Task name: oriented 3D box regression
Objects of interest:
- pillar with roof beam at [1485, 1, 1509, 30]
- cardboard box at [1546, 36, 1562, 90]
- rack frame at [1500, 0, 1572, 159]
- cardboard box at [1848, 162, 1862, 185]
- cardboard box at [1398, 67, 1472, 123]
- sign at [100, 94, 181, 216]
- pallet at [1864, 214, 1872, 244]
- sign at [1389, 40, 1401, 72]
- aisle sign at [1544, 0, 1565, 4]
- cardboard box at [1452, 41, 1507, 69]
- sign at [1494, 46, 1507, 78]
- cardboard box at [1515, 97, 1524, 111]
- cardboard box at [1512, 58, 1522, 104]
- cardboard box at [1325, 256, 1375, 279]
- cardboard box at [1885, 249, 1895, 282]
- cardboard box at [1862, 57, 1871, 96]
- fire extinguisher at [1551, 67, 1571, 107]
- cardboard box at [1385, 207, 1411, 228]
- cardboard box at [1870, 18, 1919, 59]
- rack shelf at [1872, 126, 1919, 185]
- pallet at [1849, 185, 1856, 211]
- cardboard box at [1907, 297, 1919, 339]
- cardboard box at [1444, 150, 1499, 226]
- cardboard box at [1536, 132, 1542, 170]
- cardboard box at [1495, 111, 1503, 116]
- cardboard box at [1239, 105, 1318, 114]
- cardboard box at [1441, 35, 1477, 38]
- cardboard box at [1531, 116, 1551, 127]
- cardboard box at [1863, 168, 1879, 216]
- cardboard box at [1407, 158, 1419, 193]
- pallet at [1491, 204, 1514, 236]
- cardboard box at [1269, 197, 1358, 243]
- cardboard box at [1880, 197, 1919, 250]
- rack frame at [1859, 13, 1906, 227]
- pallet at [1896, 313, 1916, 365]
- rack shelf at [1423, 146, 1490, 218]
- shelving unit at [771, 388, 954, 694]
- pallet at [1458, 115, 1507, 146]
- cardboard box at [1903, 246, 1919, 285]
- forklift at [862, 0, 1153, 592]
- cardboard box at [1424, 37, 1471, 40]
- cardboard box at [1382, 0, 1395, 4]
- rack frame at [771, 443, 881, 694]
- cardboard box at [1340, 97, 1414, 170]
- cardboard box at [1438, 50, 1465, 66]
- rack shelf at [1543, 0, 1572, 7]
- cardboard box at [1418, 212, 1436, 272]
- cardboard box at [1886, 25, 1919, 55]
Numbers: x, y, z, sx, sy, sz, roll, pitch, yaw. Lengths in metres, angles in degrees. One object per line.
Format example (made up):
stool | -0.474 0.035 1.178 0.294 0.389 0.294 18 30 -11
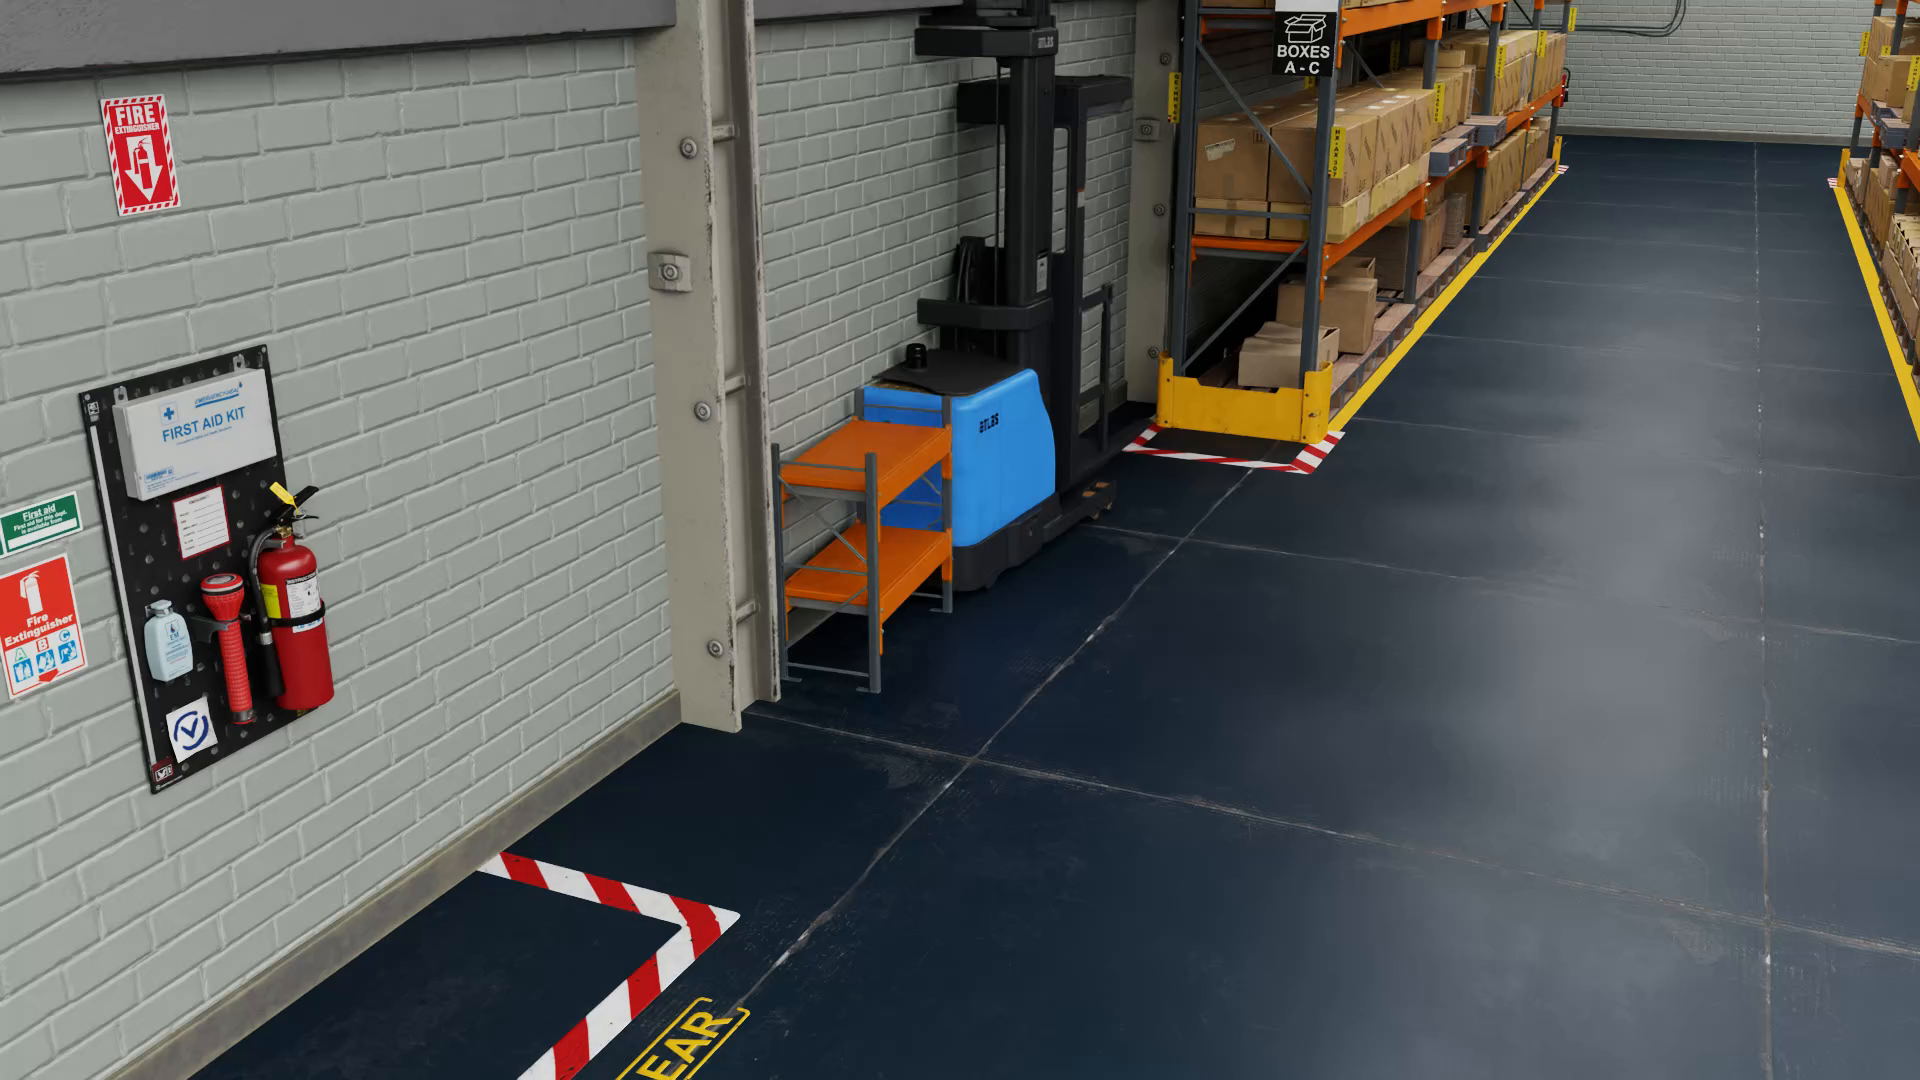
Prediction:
pillar with roof beam | 12.732 -10.239 24.829 9.100 9.000 0.400 9 21 23
cardboard box | 8.000 -6.819 23.719 0.980 0.700 0.700 8 21 22
rack frame | 8.488 -7.059 24.841 1.000 3.000 0.127 9 21 23
cardboard box | 12.118 -4.859 22.102 0.500 0.250 0.500 9 21 23
cardboard box | 4.824 -4.548 16.975 0.700 0.500 0.500 6 21 18
sign | -2.165 -1.020 4.399 0.001 0.298 0.199 9 21 23
pallet | 11.072 -3.590 19.248 1.003 0.211 1.213 9 21 23
sign | 4.704 -5.234 17.982 0.100 0.325 0.005 9 21 23
aisle sign | 8.791 -8.265 24.351 0.394 0.787 0.004 9 21 23
cardboard box | 5.645 -5.276 18.084 0.500 0.250 0.500 9 22 24
sign | 5.711 -5.050 17.582 0.100 0.325 0.005 9 21 23
cardboard box | 6.686 -5.343 20.360 0.380 0.149 0.250 9 21 23
cardboard box | 6.277 -5.394 19.536 0.500 0.500 0.500 9 22 24
cardboard box | 3.185 -2.097 13.964 0.500 0.500 0.500 7 21 19
cardboard box | 9.045 -2.564 15.677 0.500 0.250 0.500 8 21 21
cardboard box | 12.380 -6.170 22.191 0.500 0.500 0.500 8 21 22
fire extinguisher | 8.971 -6.830 24.868 0.296 0.674 0.183 9 21 23
cardboard box | 4.037 -3.136 15.764 0.500 0.250 0.500 8 21 22
cardboard box | 12.379 -6.638 22.017 0.500 0.500 0.500 9 21 23
rack shelf | 10.552 -4.207 17.896 1.077 0.370 4.000 9 21 23
pallet | 12.151 -4.428 21.604 1.003 0.211 1.213 9 21 23
cardboard box | 8.000 -1.781 13.477 0.500 0.250 0.500 8 21 22
cardboard box | 5.633 -4.005 18.836 0.750 0.750 0.750 8 21 22
cardboard box | 7.882 -5.544 23.686 0.700 0.500 0.500 8 21 21
cardboard box | 5.855 -4.719 18.606 0.380 0.149 0.250 9 22 24
cardboard box | 2.358 -2.944 12.346 0.500 0.500 0.500 8 21 21
cardboard box | 5.797 -5.808 19.580 0.500 0.250 0.500 8 21 21
cardboard box | 8.406 -6.093 24.260 0.380 0.149 0.250 8 21 22
cardboard box | 10.950 -4.073 19.518 0.500 0.500 0.500 8 21 20
cardboard box | 3.445 -2.992 13.599 0.500 0.250 0.500 9 21 23
pallet | 6.104 -3.902 20.125 1.003 0.211 1.213 9 21 23
cardboard box | 2.425 -2.212 11.406 0.500 0.250 0.500 8 21 21
cardboard box | 9.901 -3.282 17.296 0.500 0.500 0.500 9 22 25
rack frame | 11.371 -5.158 19.495 1.000 3.000 0.127 9 21 23
pallet | 8.361 -1.629 13.734 1.003 0.211 1.213 9 21 23
rack shelf | 4.393 -3.663 16.366 1.077 0.370 4.000 9 21 23
shelving unit | -0.440 -0.028 7.869 0.538 1.125 1.048 6 21 17
pallet | 5.017 -4.290 17.343 1.213 0.211 1.003 9 21 23
cardboard box | 8.413 -2.354 14.251 0.500 0.311 0.500 8 21 23
forklift | 0.286 -1.567 9.501 1.130 2.935 3.031 10 22 26
cardboard box | 5.589 -5.652 19.142 0.500 0.250 0.500 8 21 21
cardboard box | 2.762 -4.024 11.652 0.500 0.500 0.500 10 22 25
rack frame | -0.601 0.134 7.414 0.500 1.125 0.032 6 21 17
cardboard box | 3.247 -3.190 13.036 0.500 0.500 0.500 8 21 21
cardboard box | 5.098 -5.064 17.457 0.380 0.149 0.250 6 20 16
rack shelf | 7.669 -7.522 22.740 1.077 0.370 4.000 9 21 23
cardboard box | 4.272 -2.963 16.397 0.700 0.500 0.500 9 21 23
cardboard box | 11.341 -5.866 19.845 0.500 0.500 0.500 9 21 23
